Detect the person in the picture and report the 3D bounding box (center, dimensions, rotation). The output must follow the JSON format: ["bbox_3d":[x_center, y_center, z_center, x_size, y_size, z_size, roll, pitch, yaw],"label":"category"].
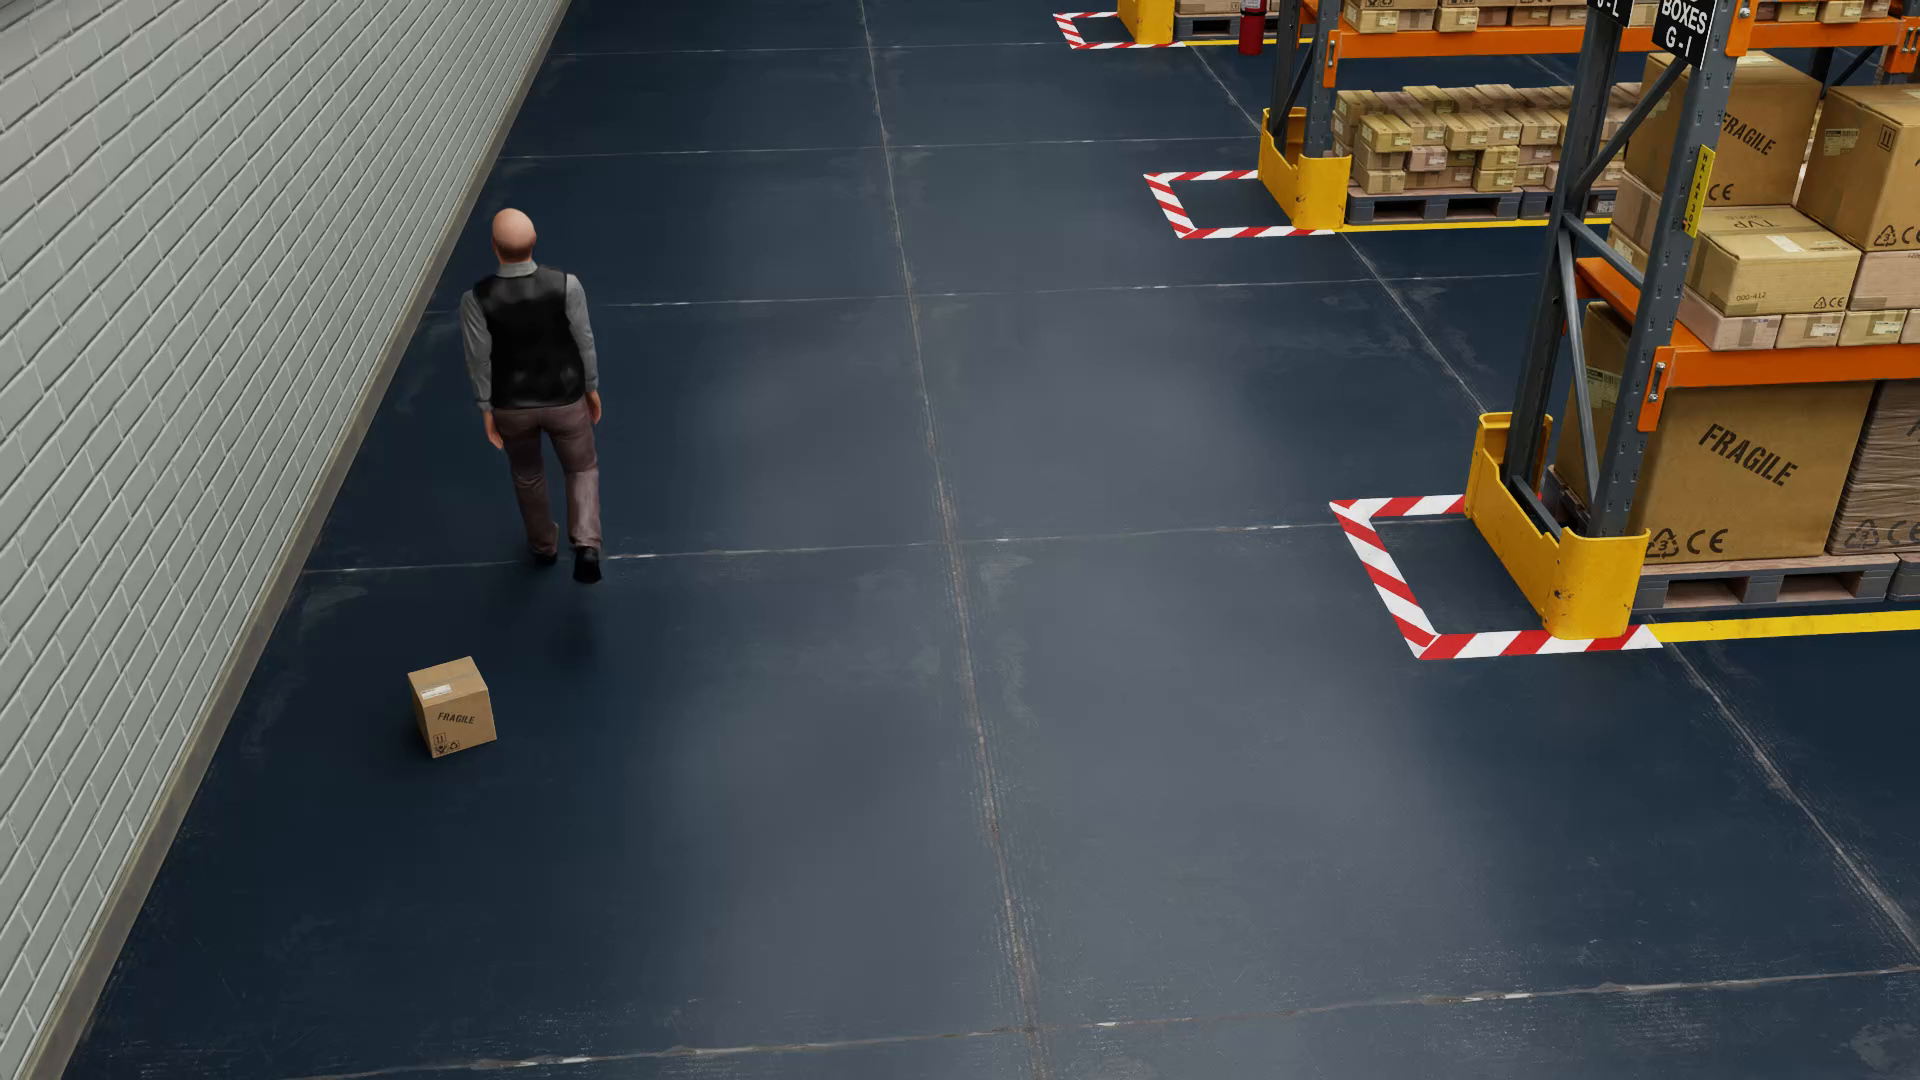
[{"bbox_3d":[-1.801,-0.577,7.103,0.536,1.702,0.796,-8,32,-13],"label":"person"}]
